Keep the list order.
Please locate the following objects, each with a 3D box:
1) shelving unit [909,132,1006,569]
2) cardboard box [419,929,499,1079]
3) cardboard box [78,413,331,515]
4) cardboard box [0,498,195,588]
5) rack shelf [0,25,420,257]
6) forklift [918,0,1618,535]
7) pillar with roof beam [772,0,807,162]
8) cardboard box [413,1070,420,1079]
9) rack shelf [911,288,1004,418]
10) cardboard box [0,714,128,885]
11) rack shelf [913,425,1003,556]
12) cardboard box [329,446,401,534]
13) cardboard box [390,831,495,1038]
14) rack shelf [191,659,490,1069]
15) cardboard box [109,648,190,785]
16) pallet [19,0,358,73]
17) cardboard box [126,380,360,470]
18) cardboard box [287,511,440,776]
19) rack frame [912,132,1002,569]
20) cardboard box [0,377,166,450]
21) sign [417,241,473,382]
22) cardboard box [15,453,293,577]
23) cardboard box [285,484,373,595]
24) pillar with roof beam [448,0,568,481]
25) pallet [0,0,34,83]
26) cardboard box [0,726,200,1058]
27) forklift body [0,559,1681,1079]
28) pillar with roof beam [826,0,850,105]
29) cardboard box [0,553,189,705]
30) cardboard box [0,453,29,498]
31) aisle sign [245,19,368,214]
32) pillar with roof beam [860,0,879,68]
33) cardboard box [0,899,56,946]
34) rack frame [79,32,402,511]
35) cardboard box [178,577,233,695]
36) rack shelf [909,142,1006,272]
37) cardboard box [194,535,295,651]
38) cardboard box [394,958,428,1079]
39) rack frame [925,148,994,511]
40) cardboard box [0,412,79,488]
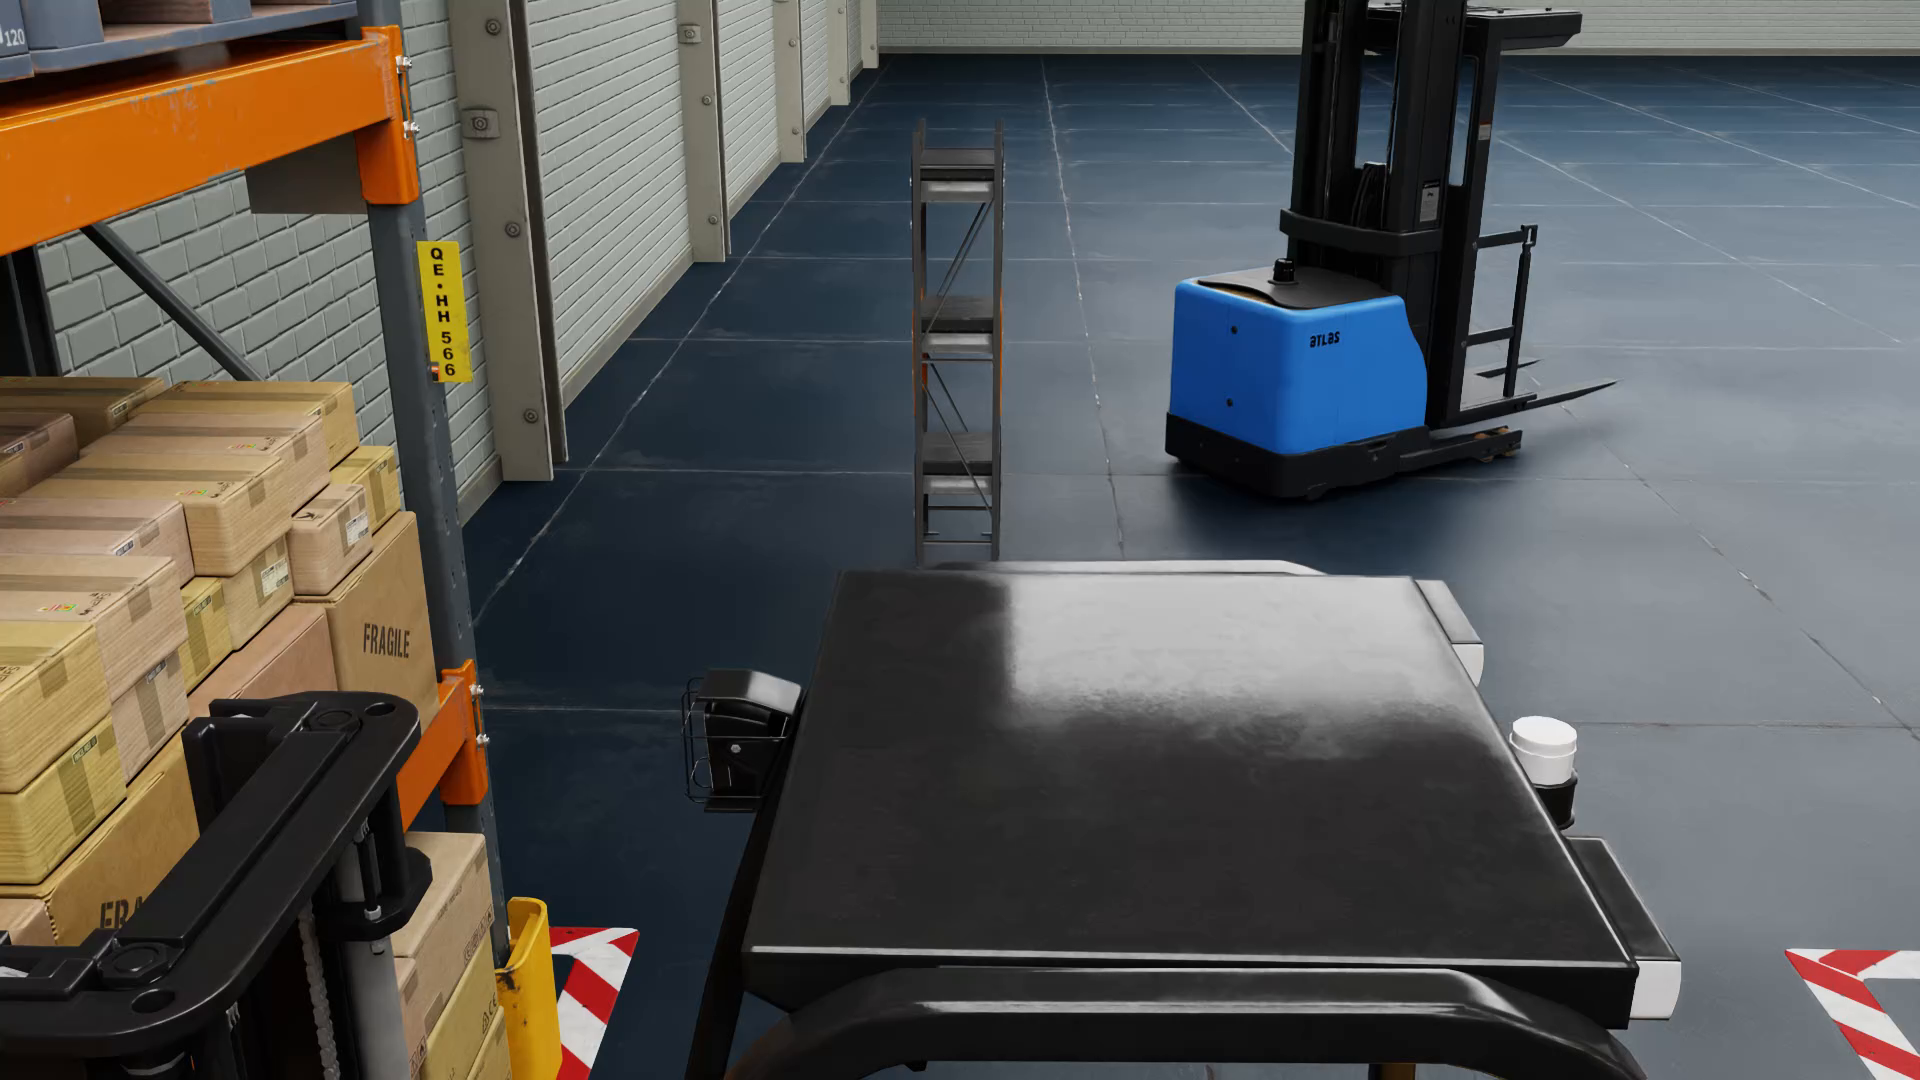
[{"bbox_3d":[-0.005,-0.918,7.993,0.431,2.100,0.499,1,21,2],"label":"shelving unit"},{"bbox_3d":[-1.420,1.154,3.936,0.500,0.250,0.500,0,21,1],"label":"cardboard box"},{"bbox_3d":[-1.494,-0.144,3.308,0.380,0.149,0.250,1,21,2],"label":"cardboard box"},{"bbox_3d":[-1.557,0.040,2.834,0.380,0.149,0.250,1,21,2],"label":"cardboard box"},{"bbox_3d":[-1.778,-0.218,1.792,1.077,0.370,4.000,1,21,2],"label":"rack shelf"},{"bbox_3d":[1.959,-1.790,9.091,4.810,2.935,1.130,-13,25,-31],"label":"forklift"},{"bbox_3d":[2.211,-8.894,19.011,9.100,9.000,0.400,1,21,2],"label":"pillar with roof beam"},{"bbox_3d":[-1.446,1.336,3.469,0.500,0.250,0.500,0,21,1],"label":"cardboard box"},{"bbox_3d":[-0.005,-0.906,8.000,0.431,0.518,0.480,1,21,2],"label":"rack shelf"},{"bbox_3d":[-1.462,0.366,2.405,0.380,0.149,0.250,1,21,2],"label":"cardboard box"},{"bbox_3d":[-0.005,-0.254,8.253,0.431,0.518,0.480,1,21,2],"label":"rack shelf"},{"bbox_3d":[-1.448,-0.099,3.601,0.380,0.149,0.250,1,21,2],"label":"cardboard box"},{"bbox_3d":[-1.419,0.912,3.870,0.500,0.250,0.500,1,21,3],"label":"cardboard box"},{"bbox_3d":[-1.778,1.181,2.334,1.077,0.370,4.000,1,21,2],"label":"rack shelf"},{"bbox_3d":[-1.475,0.274,2.641,0.380,0.149,0.250,0,21,0],"label":"cardboard box"},{"bbox_3d":[-1.765,-0.980,2.883,1.003,0.211,1.213,1,21,2],"label":"pallet"},{"bbox_3d":[-1.517,-0.234,3.539,0.380,0.149,0.250,1,21,2],"label":"cardboard box"},{"bbox_3d":[-1.470,0.256,3.584,0.500,0.500,0.500,0,21,0],"label":"cardboard box"},{"bbox_3d":[-0.012,-0.831,7.767,0.400,2.100,0.015,1,21,2],"label":"rack frame"},{"bbox_3d":[-1.941,-0.247,3.572,0.380,0.149,0.250,0,21,1],"label":"cardboard box"},{"bbox_3d":[-1.175,-0.517,3.787,0.100,0.325,0.005,1,21,2],"label":"sign"},{"bbox_3d":[-1.475,-0.049,3.063,0.380,0.149,0.250,1,21,3],"label":"cardboard box"},{"bbox_3d":[-1.426,-0.006,3.362,0.380,0.149,0.250,1,21,2],"label":"cardboard box"},{"bbox_3d":[1.846,-4.555,7.828,9.100,9.000,0.400,1,21,2],"label":"pillar with roof beam"},{"bbox_3d":[-1.799,-0.538,1.743,1.003,0.211,1.213,1,21,2],"label":"pallet"},{"bbox_3d":[-1.510,0.629,2.623,0.500,0.500,0.500,0,21,1],"label":"cardboard box"},{"bbox_3d":[0.049,1.223,2.403,2.313,2.155,1.214,1,21,2],"label":"forklift body"},{"bbox_3d":[2.394,-11.063,24.602,9.100,9.000,0.400,1,21,2],"label":"pillar with roof beam"},{"bbox_3d":[-1.454,0.135,2.588,0.380,0.149,0.250,1,21,3],"label":"cardboard box"},{"bbox_3d":[-1.977,-0.057,3.082,0.380,0.149,0.250,1,21,3],"label":"cardboard box"},{"bbox_3d":[-1.422,-1.110,3.650,0.394,0.787,0.004,1,21,2],"label":"aisle sign"},{"bbox_3d":[2.576,-13.233,30.193,9.100,9.000,0.400,1,21,2],"label":"pillar with roof beam"},{"bbox_3d":[-1.514,0.811,2.154,0.500,0.500,0.500,1,21,2],"label":"cardboard box"},{"bbox_3d":[-1.714,0.122,4.068,0.949,2.616,0.053,1,21,2],"label":"rack frame"},{"bbox_3d":[-1.514,0.177,2.892,0.380,0.149,0.250,0,21,1],"label":"cardboard box"},{"bbox_3d":[-0.005,-1.559,7.747,0.431,0.518,0.480,1,21,2],"label":"rack shelf"},{"bbox_3d":[-1.495,0.087,3.122,0.380,0.149,0.250,1,21,3],"label":"cardboard box"},{"bbox_3d":[-1.429,1.097,3.394,0.500,0.250,0.500,1,21,3],"label":"cardboard box"},{"bbox_3d":[0.001,-1.007,8.222,0.380,1.831,0.006,1,21,2],"label":"rack frame"},{"bbox_3d":[-2.012,-0.151,3.326,0.380,0.149,0.250,1,21,3],"label":"cardboard box"}]
